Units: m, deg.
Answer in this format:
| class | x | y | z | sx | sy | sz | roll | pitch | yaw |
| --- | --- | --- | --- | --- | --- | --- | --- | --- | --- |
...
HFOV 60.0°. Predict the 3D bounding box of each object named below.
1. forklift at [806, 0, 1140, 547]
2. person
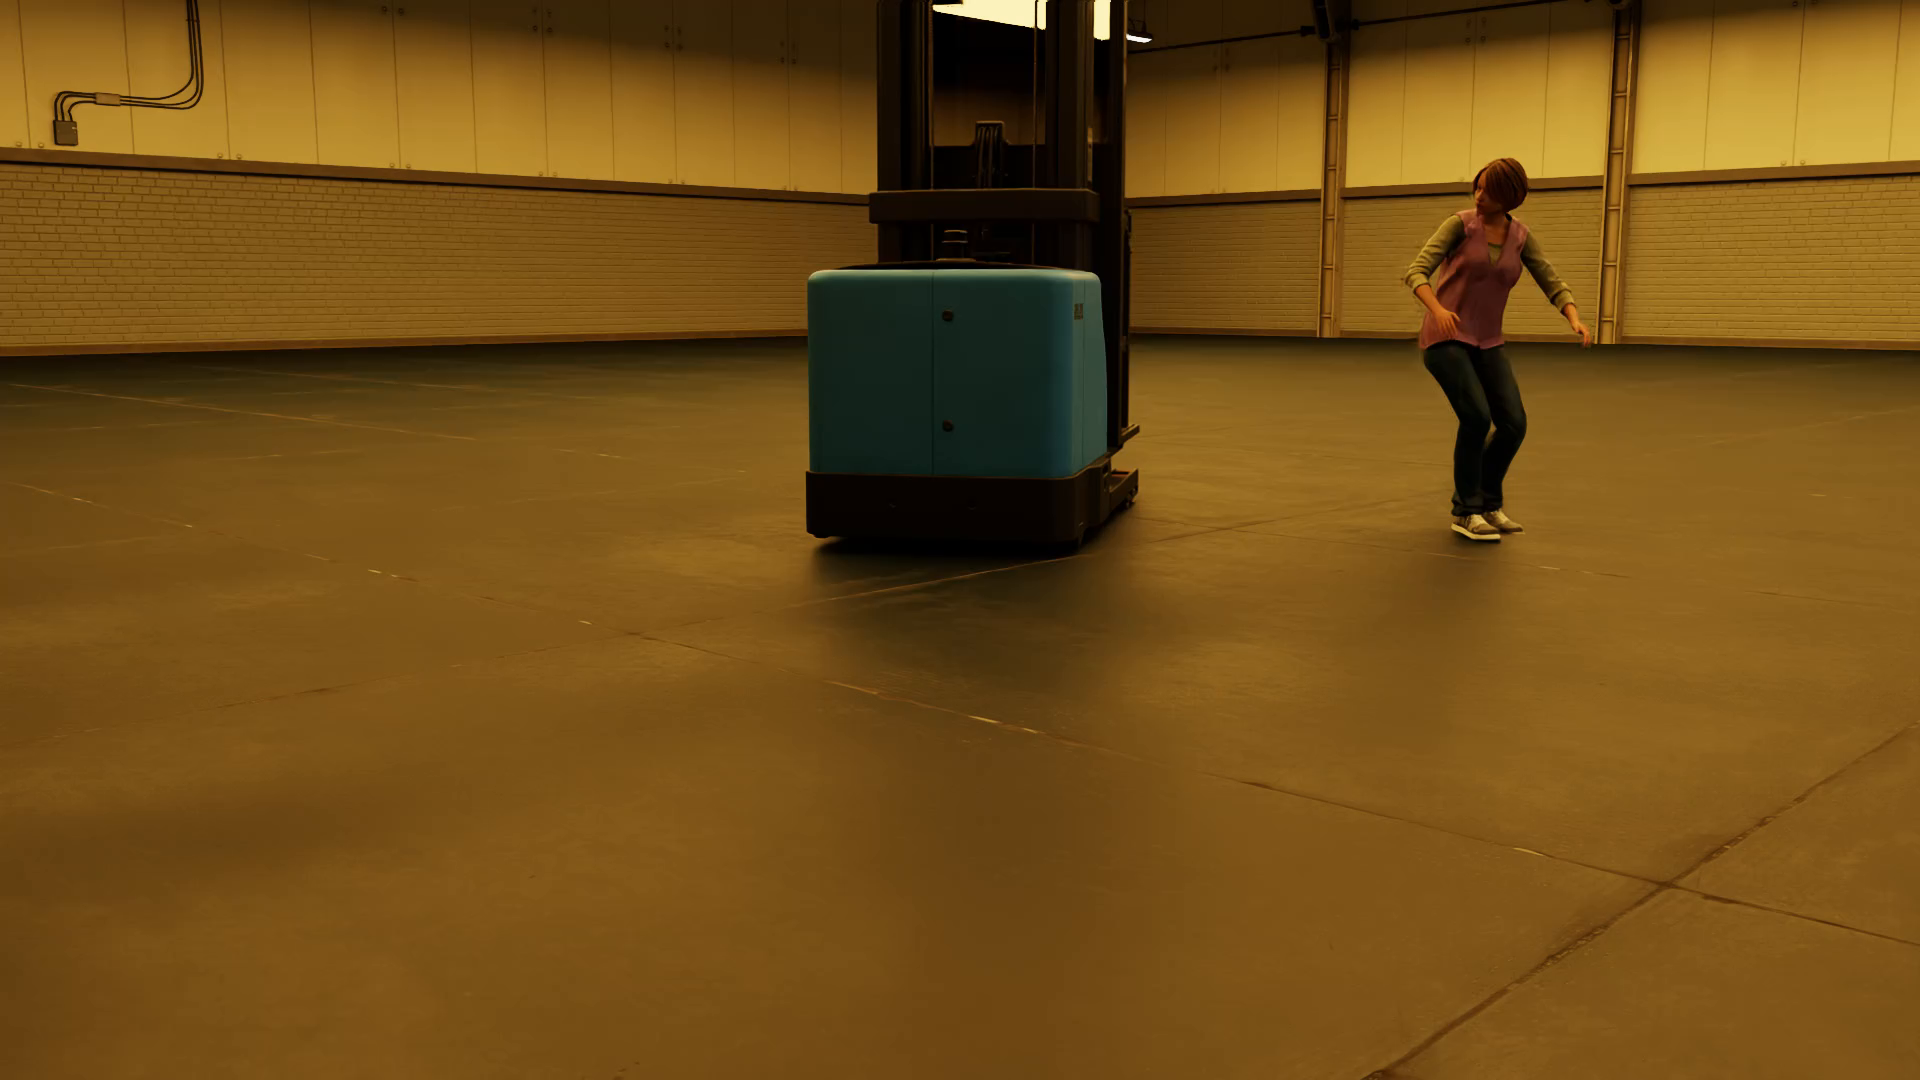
| class | x | y | z | sx | sy | sz | roll | pitch | yaw |
| --- | --- | --- | --- | --- | --- | --- | --- | --- | --- |
| forklift | 0.232 | -1.601 | 7.508 | 1.130 | 2.935 | 3.031 | 2 | 9 | 13 |
| person | 2.153 | -0.747 | 6.714 | 0.656 | 1.529 | 0.600 | -3 | 9 | -17 |
